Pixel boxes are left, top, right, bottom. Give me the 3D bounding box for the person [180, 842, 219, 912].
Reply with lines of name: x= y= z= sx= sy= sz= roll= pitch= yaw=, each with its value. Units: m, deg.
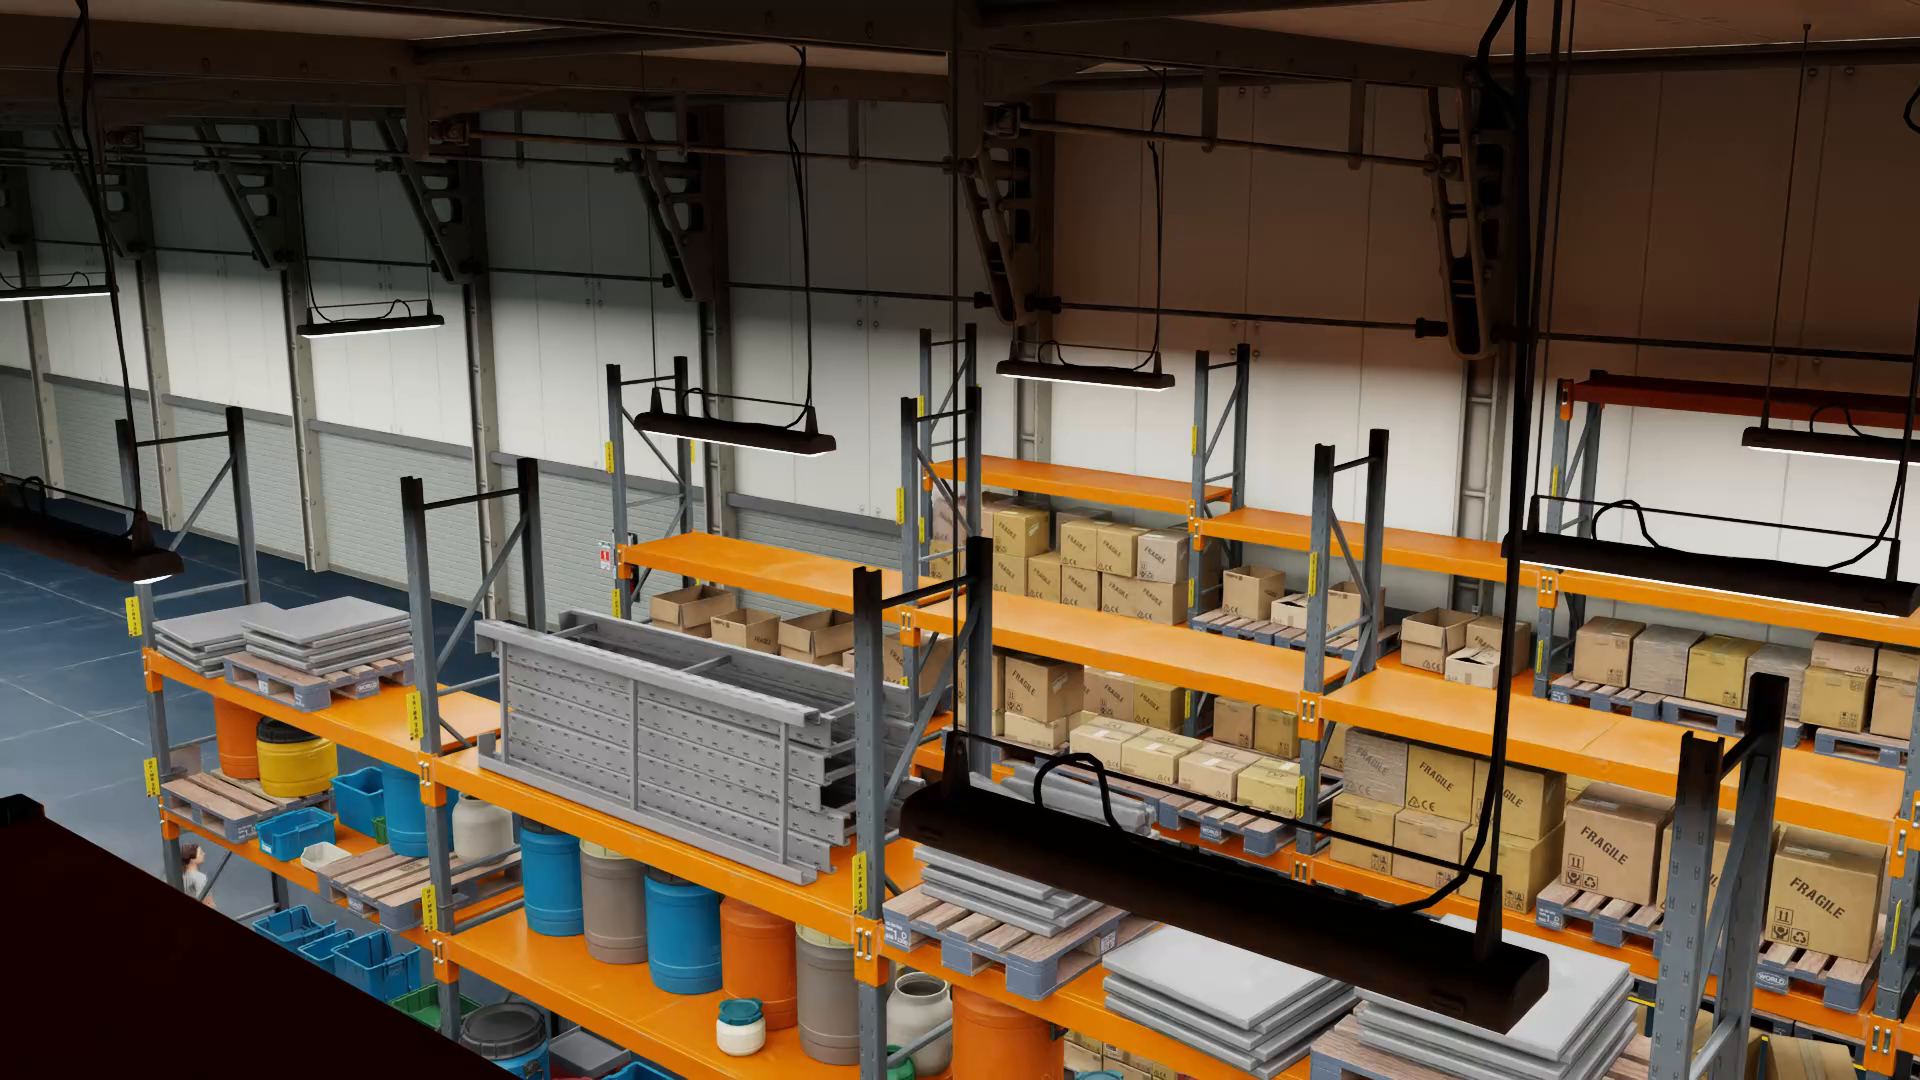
person: x=-7.452 y=3.722 z=16.132 sx=0.473 sy=1.594 sz=1.048 roll=12 pitch=17 yaw=43
